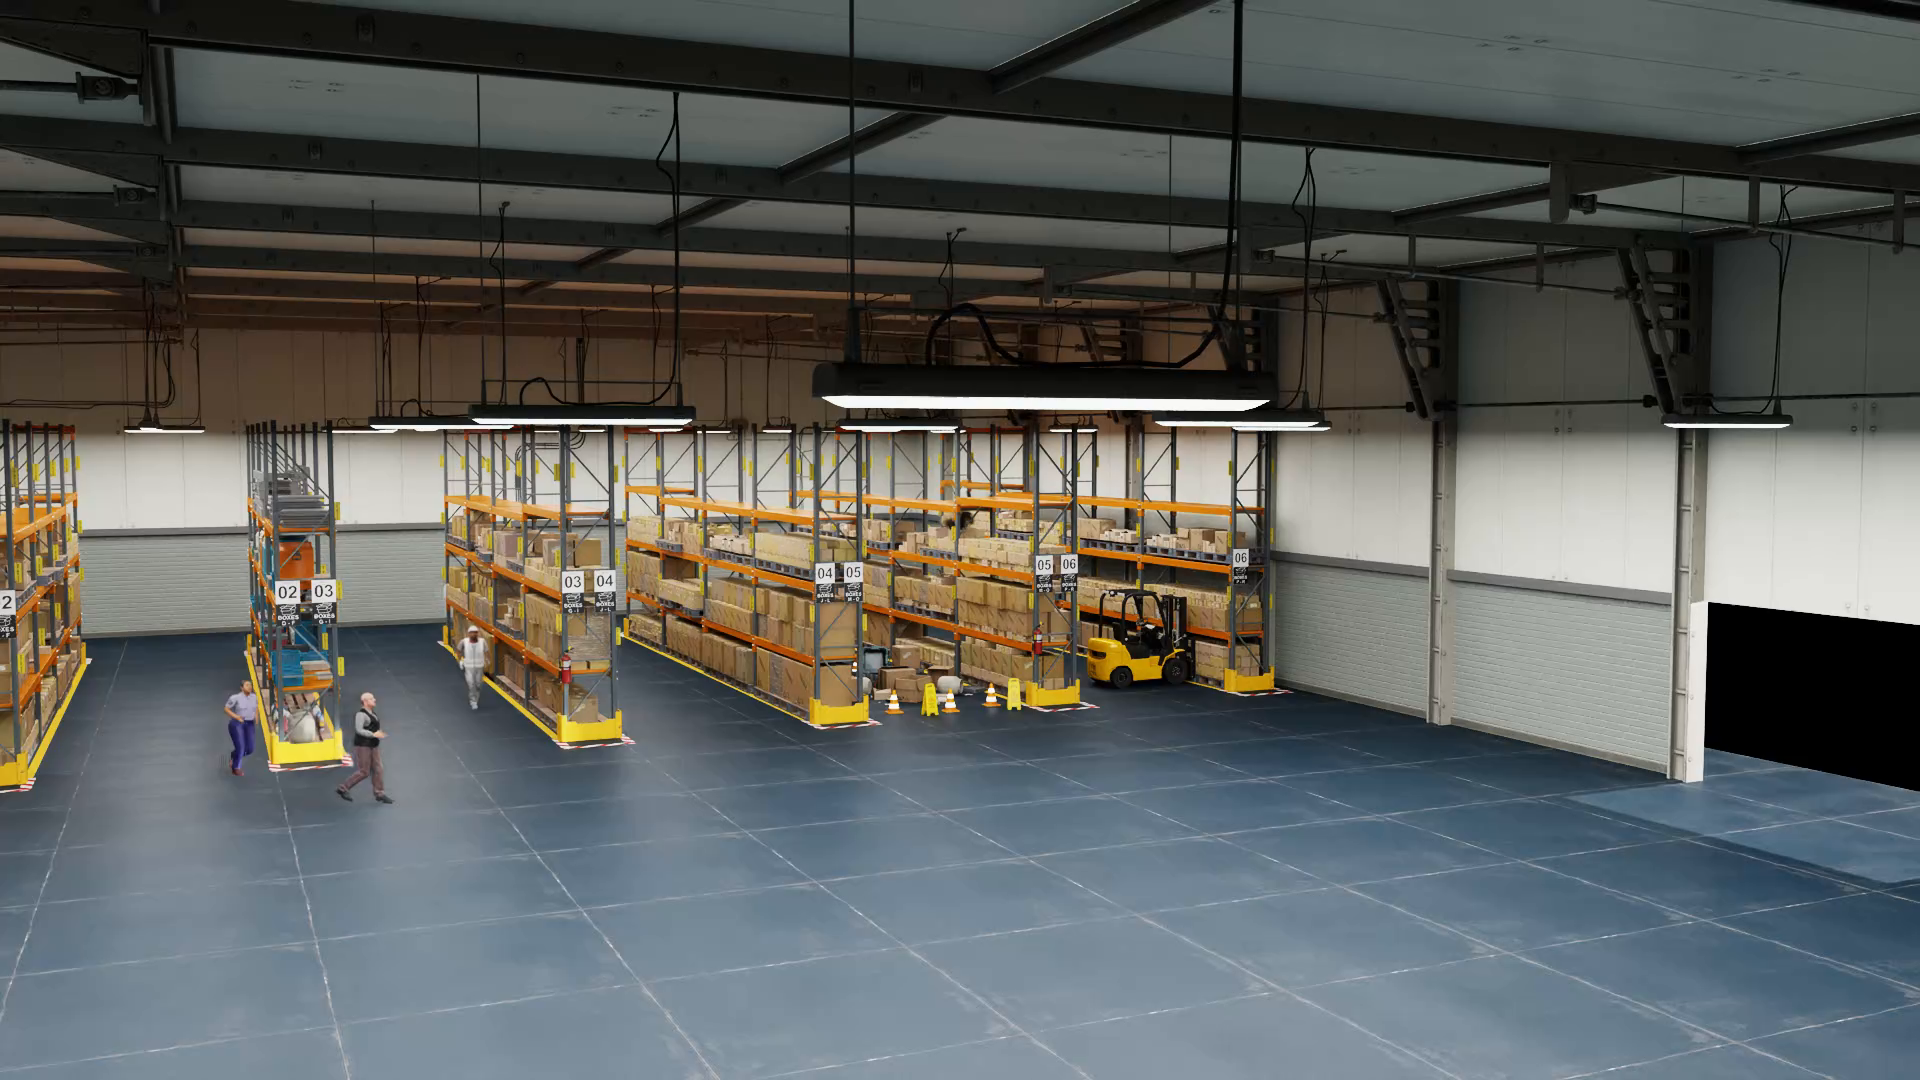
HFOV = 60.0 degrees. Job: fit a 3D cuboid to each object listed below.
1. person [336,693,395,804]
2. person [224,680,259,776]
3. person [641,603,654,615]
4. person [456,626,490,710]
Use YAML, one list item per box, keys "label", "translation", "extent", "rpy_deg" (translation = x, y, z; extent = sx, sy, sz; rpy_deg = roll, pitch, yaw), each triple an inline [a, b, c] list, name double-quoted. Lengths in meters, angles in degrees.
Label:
- label: "person"
  translation: [-9.238, 3.244, 25.867]
  extent: [0.824, 1.742, 0.679]
  rpy_deg: [0, 4, -2]
- label: "person"
  translation: [-12.199, 3.172, 28.294]
  extent: [0.607, 1.598, 0.637]
  rpy_deg: [3, 5, 38]
- label: "person"
  translation: [-9.261, 1.845, 49.296]
  extent: [0.953, 1.565, 0.734]
  rpy_deg: [1, 4, 16]
- label: "person"
  translation: [-10.267, 2.664, 35.068]
  extent: [0.662, 1.746, 0.813]
  rpy_deg: [-2, 4, -23]
